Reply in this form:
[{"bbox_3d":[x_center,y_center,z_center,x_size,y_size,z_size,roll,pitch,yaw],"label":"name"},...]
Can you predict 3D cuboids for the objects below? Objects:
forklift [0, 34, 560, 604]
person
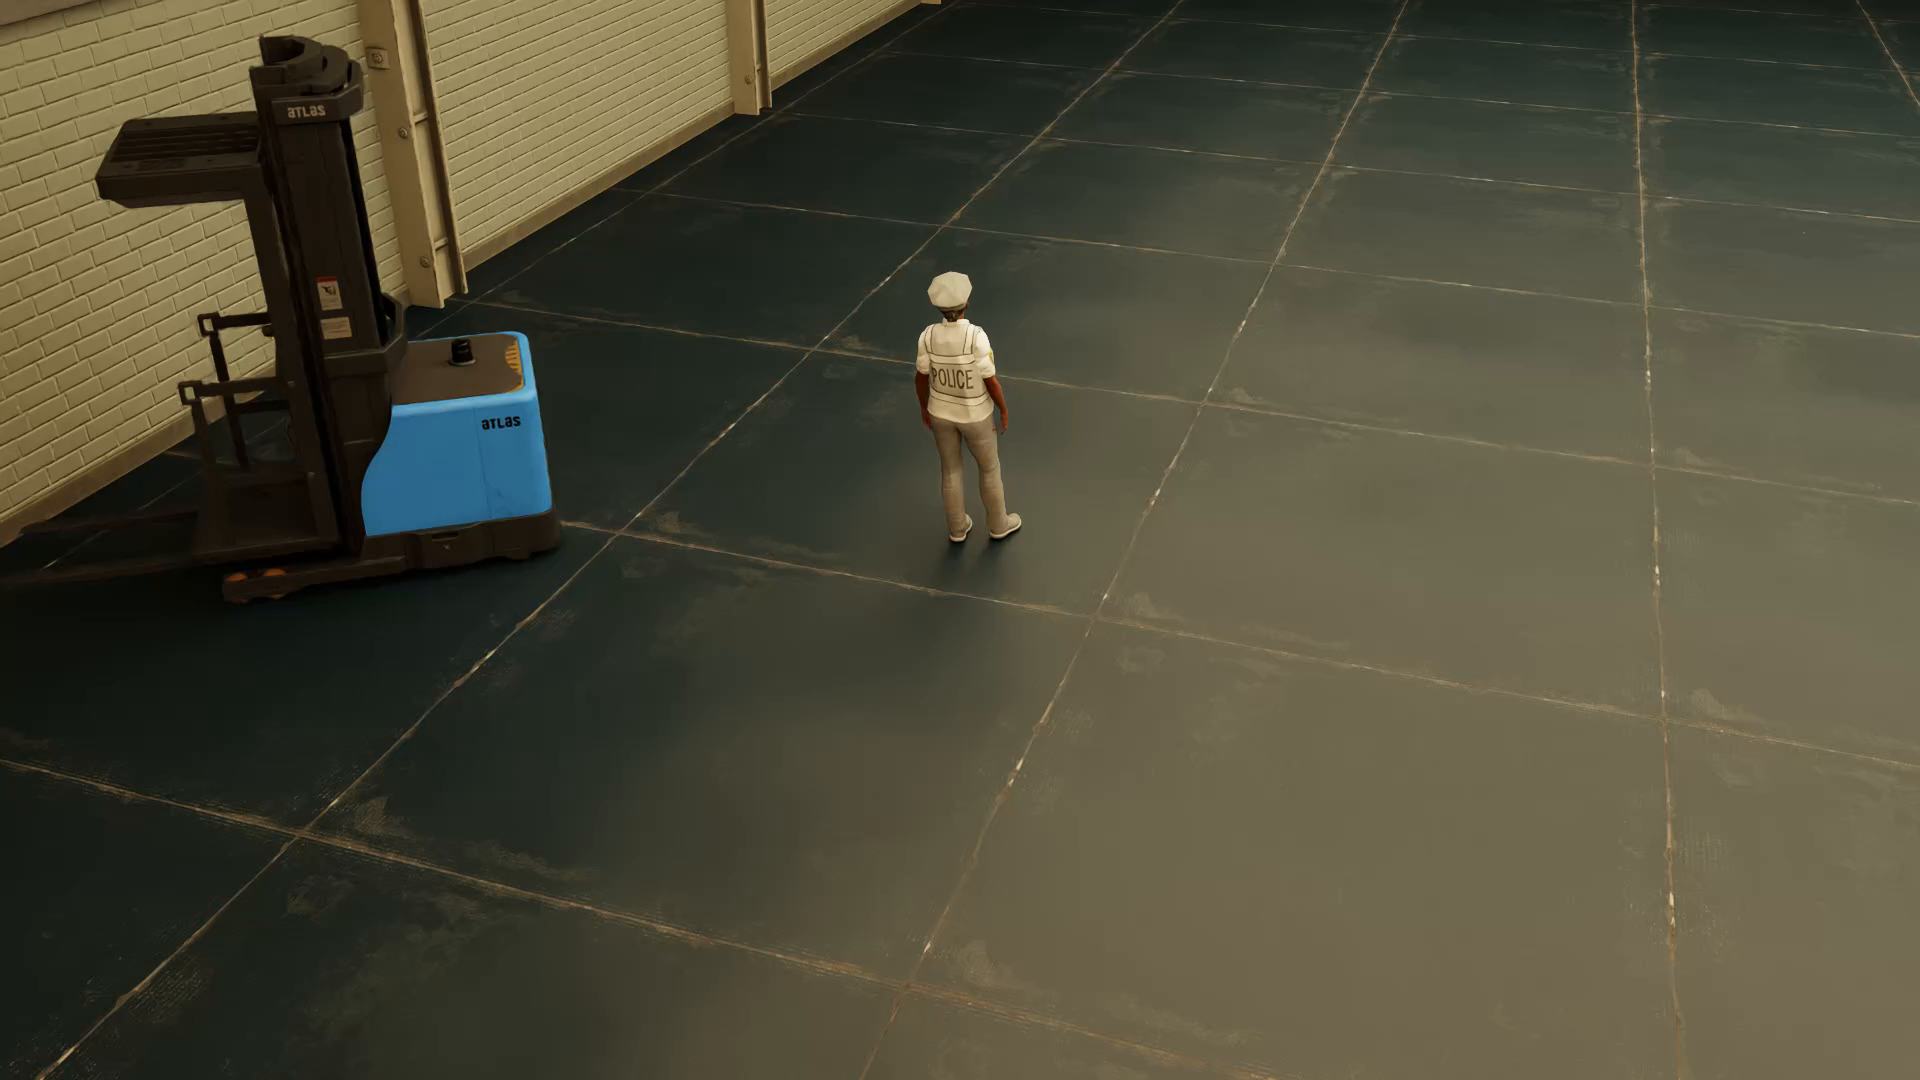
[{"bbox_3d":[-3.968,-1.203,9.247,3.031,2.935,1.130,-8,31,-14],"label":"forklift"},{"bbox_3d":[0.043,-0.774,9.729,0.569,1.695,0.530,10,31,16],"label":"person"}]
